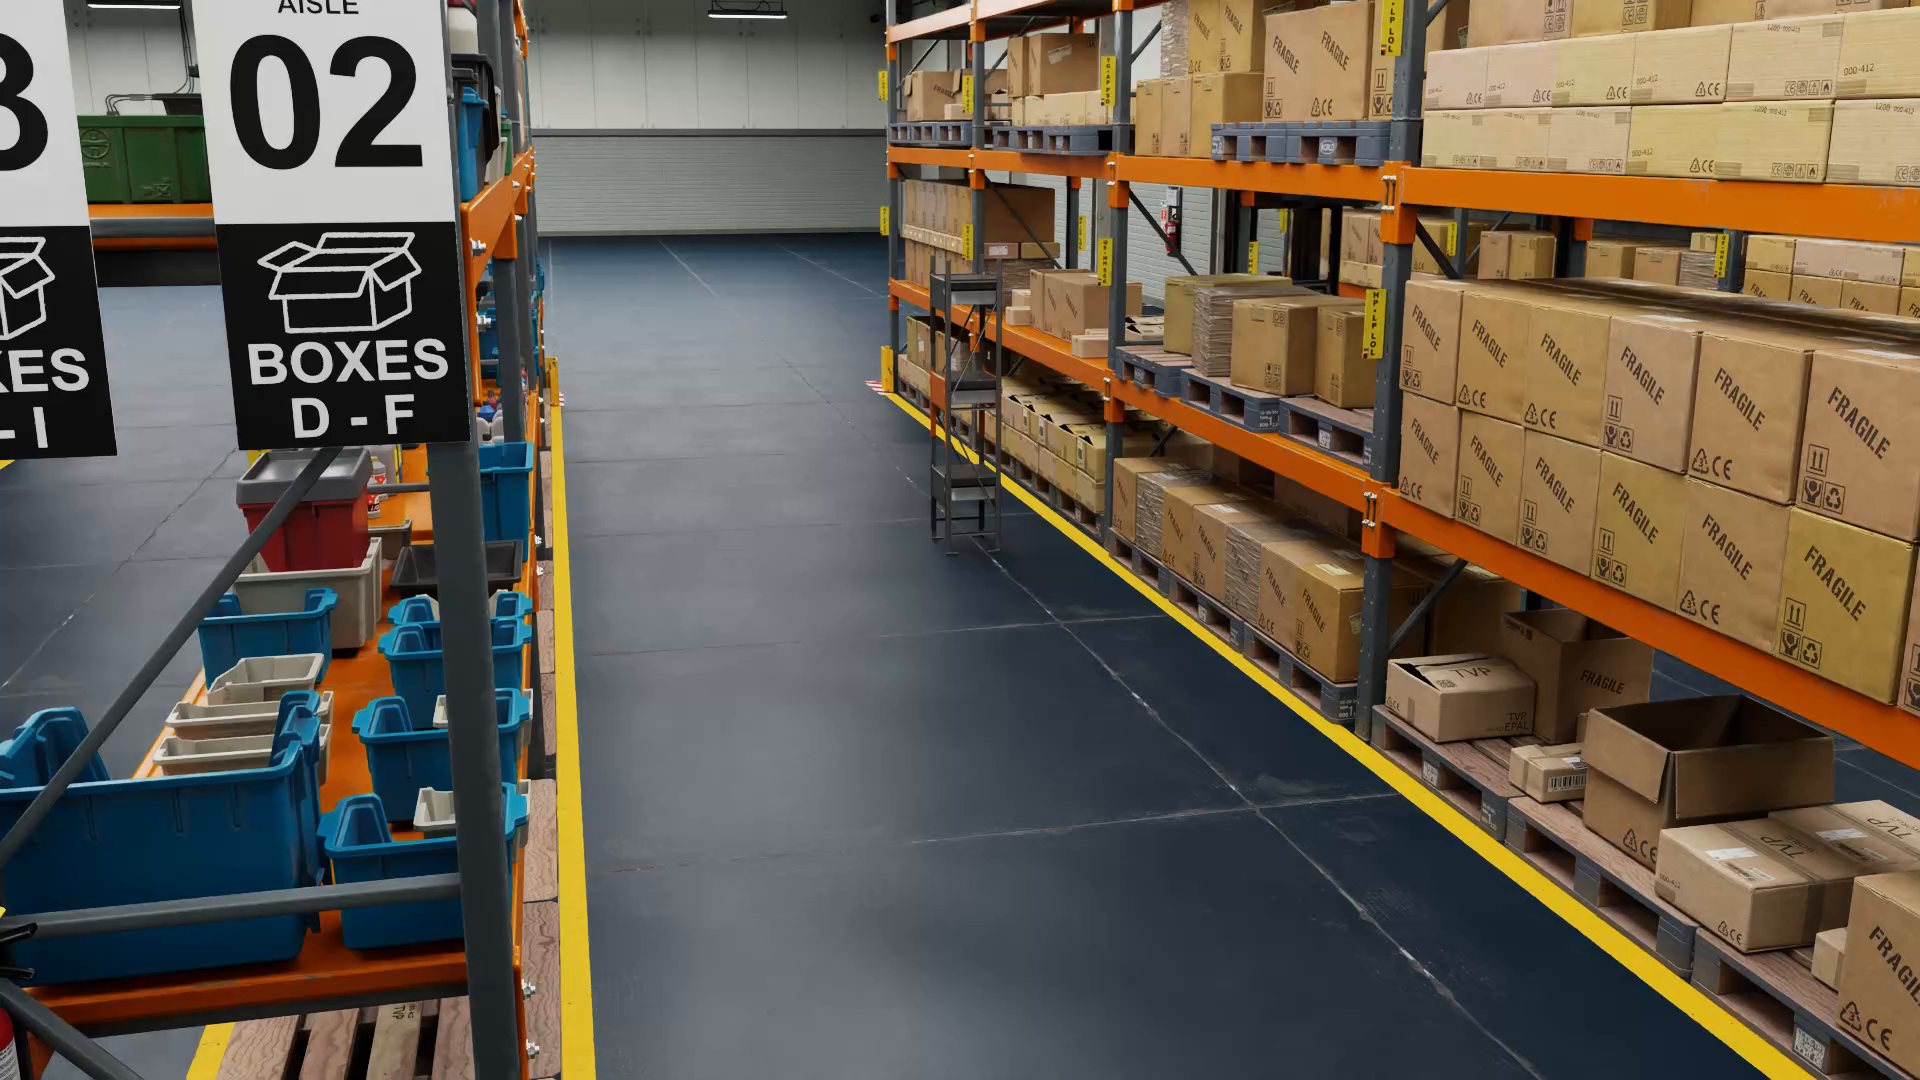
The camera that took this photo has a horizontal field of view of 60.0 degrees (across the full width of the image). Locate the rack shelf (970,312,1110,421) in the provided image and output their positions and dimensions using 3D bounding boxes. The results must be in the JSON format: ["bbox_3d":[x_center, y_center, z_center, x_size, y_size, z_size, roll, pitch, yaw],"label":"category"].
[{"bbox_3d":[1.081,-1.521,13.848,1.077,0.370,4.000,-3,14,-13],"label":"rack shelf"}]

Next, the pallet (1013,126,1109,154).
[{"bbox_3d":[1.039,-3.184,13.216,1.003,0.211,1.213,-3,14,-11],"label":"pallet"}]

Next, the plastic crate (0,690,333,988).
[{"bbox_3d":[-1.646,0.599,3.455,0.616,0.435,0.499,-3,14,-13],"label":"plastic crate"}]

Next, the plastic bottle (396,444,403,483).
[{"bbox_3d":[-2.763,-0.431,7.977,0.144,0.351,0.185,-3,14,-13],"label":"plastic bottle"}]

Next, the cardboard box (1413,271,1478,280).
[{"bbox_3d":[5.020,-2.638,17.178,0.500,0.250,0.500,-3,14,-13],"label":"cardboard box"}]

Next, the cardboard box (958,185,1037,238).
[{"bbox_3d":[0.381,-3.229,16.379,0.700,0.500,0.500,-3,14,-13],"label":"cardboard box"}]

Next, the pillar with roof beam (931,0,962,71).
[{"bbox_3d":[-4.330,-11.629,41.066,9.100,9.000,0.548,-3,14,-13],"label":"pillar with roof beam"}]

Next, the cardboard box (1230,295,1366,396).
[{"bbox_3d":[2.015,-1.143,9.689,0.700,0.500,0.500,-7,16,-27],"label":"cardboard box"}]

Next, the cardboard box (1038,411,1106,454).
[{"bbox_3d":[0.944,-0.893,13.489,0.500,0.311,0.500,-3,14,-14],"label":"cardboard box"}]

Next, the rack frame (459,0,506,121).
[{"bbox_3d":[-2.326,-3.125,6.258,1.000,3.000,0.127,-3,14,-13],"label":"rack frame"}]

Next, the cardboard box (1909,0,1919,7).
[{"bbox_3d":[3.258,-1.792,4.806,0.700,0.500,0.500,-3,14,-13],"label":"cardboard box"}]

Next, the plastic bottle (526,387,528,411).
[{"bbox_3d":[-2.669,-0.864,10.063,0.097,0.201,0.097,0,14,0],"label":"plastic bottle"}]

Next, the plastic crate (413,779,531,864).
[{"bbox_3d":[-1.119,0.657,3.847,0.250,0.136,0.298,-3,14,-13],"label":"plastic crate"}]

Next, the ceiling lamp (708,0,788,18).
[{"bbox_3d":[-5.469,-14.921,42.240,2.000,3.185,0.800,-3,14,-13],"label":"ceiling lamp"}]

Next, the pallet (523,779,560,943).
[{"bbox_3d":[-2.115,1.311,6.616,1.003,0.211,1.213,-3,14,-13],"label":"pallet"}]

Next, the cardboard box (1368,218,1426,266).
[{"bbox_3d":[4.783,-3.233,18.035,0.500,0.500,0.500,-4,14,-15],"label":"cardboard box"}]

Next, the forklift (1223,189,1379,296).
[{"bbox_3d":[3.122,-2.191,15.219,1.130,2.935,3.031,-5,15,-21],"label":"forklift"}]

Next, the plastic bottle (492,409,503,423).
[{"bbox_3d":[-2.336,-0.546,8.602,0.152,0.276,0.135,-3,14,-13],"label":"plastic bottle"}]

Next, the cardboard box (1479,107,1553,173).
[{"bbox_3d":[2.477,-1.629,6.770,0.500,0.250,0.500,-3,14,-13],"label":"cardboard box"}]

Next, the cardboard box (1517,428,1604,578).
[{"bbox_3d":[2.584,-0.168,6.586,0.500,0.500,0.500,-3,14,-13],"label":"cardboard box"}]

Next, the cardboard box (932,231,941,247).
[{"bbox_3d":[-0.085,-3.161,17.468,0.380,0.149,0.250,-3,14,-13],"label":"cardboard box"}]

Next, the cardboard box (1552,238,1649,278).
[{"bbox_3d":[5.821,-2.472,15.088,0.700,0.500,0.500,-1,14,-5],"label":"cardboard box"}]

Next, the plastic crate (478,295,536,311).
[{"bbox_3d":[-3.347,-1.555,12.335,0.402,0.464,0.583,-3,14,-13],"label":"plastic crate"}]

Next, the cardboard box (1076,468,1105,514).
[{"bbox_3d":[1.190,-0.385,12.591,0.500,0.250,0.500,-3,14,-12],"label":"cardboard box"}]

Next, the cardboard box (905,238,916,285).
[{"bbox_3d":[-0.231,-3.195,18.972,0.700,0.500,0.500,-3,14,-13],"label":"cardboard box"}]

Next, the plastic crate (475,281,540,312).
[{"bbox_3d":[-4.204,-2.154,15.055,0.767,0.338,0.504,-3,14,-13],"label":"plastic crate"}]

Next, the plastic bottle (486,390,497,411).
[{"bbox_3d":[-2.584,-0.693,9.190,0.061,0.283,0.133,-3,14,-13],"label":"plastic bottle"}]

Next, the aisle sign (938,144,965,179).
[{"bbox_3d":[-0.058,-4.549,19.248,0.394,0.787,0.004,-3,14,-13],"label":"aisle sign"}]

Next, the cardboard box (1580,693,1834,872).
[{"bbox_3d":[2.936,0.946,6.568,0.797,0.503,0.637,-3,14,-13],"label":"cardboard box"}]

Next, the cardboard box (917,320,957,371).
[{"bbox_3d":[-0.169,-2.121,18.117,0.500,0.500,0.500,-3,14,-13],"label":"cardboard box"}]

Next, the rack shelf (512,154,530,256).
[{"bbox_3d":[-2.795,-1.780,8.588,1.077,0.370,4.000,-3,14,-13],"label":"rack shelf"}]

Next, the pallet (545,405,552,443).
[{"bbox_3d":[-4.612,-1.141,16.653,1.003,0.211,1.213,-3,14,-13],"label":"pallet"}]

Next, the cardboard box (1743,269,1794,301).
[{"bbox_3d":[6.230,-1.762,12.441,0.500,0.500,0.500,-3,14,-12],"label":"cardboard box"}]

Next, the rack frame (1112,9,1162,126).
[{"bbox_3d":[1.551,-4.323,11.162,1.000,3.000,0.127,-3,14,-13],"label":"rack frame"}]

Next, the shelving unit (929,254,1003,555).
[{"bbox_3d":[0.039,-0.982,12.022,0.431,2.100,0.503,-3,14,-13],"label":"shelving unit"}]

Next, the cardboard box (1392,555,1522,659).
[{"bbox_3d":[2.613,0.389,8.854,0.500,0.500,0.500,-4,14,-16],"label":"cardboard box"}]

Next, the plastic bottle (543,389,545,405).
[{"bbox_3d":[-4.241,-1.448,16.831,0.061,0.283,0.133,-3,14,-12],"label":"plastic bottle"}]

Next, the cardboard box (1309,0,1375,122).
[{"bbox_3d":[2.264,-2.518,8.785,0.600,0.600,0.600,-3,14,-14],"label":"cardboard box"}]

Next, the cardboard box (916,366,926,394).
[{"bbox_3d":[-0.181,-1.756,18.204,0.500,0.250,0.500,-3,14,-13],"label":"cardboard box"}]

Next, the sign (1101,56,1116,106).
[{"bbox_3d":[1.009,-3.127,11.328,0.100,0.325,0.005,-3,14,-13],"label":"sign"}]

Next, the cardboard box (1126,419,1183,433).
[{"bbox_3d":[1.582,-0.808,13.139,0.500,0.311,0.500,-4,14,-15],"label":"cardboard box"}]

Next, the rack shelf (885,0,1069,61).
[{"bbox_3d":[0.141,-5.164,16.960,1.077,0.370,4.000,-3,14,-13],"label":"rack shelf"}]

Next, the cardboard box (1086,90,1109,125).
[{"bbox_3d":[1.249,-3.219,12.392,0.500,0.250,0.500,-3,14,-12],"label":"cardboard box"}]

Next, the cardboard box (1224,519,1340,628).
[{"bbox_3d":[1.870,0.186,9.684,0.500,0.500,0.500,-3,14,-12],"label":"cardboard box"}]

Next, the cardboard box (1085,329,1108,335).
[{"bbox_3d":[1.196,-1.578,13.095,0.380,0.149,0.250,-2,14,-9],"label":"cardboard box"}]

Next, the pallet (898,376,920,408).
[{"bbox_3d":[-0.108,-1.726,19.046,1.003,0.211,1.213,-3,14,-13],"label":"pallet"}]

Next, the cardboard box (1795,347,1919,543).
[{"bbox_3d":[2.938,-0.302,5.024,0.500,0.500,0.500,-3,14,-12],"label":"cardboard box"}]

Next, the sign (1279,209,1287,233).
[{"bbox_3d":[3.959,-3.922,20.335,0.100,0.325,0.005,-3,14,-13],"label":"sign"}]

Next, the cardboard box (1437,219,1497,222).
[{"bbox_3d":[5.400,-3.149,17.692,0.500,0.500,0.500,-3,14,-13],"label":"cardboard box"}]

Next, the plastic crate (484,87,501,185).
[{"bbox_3d":[-1.607,-1.216,5.014,0.437,0.282,0.530,-3,14,-13],"label":"plastic crate"}]
